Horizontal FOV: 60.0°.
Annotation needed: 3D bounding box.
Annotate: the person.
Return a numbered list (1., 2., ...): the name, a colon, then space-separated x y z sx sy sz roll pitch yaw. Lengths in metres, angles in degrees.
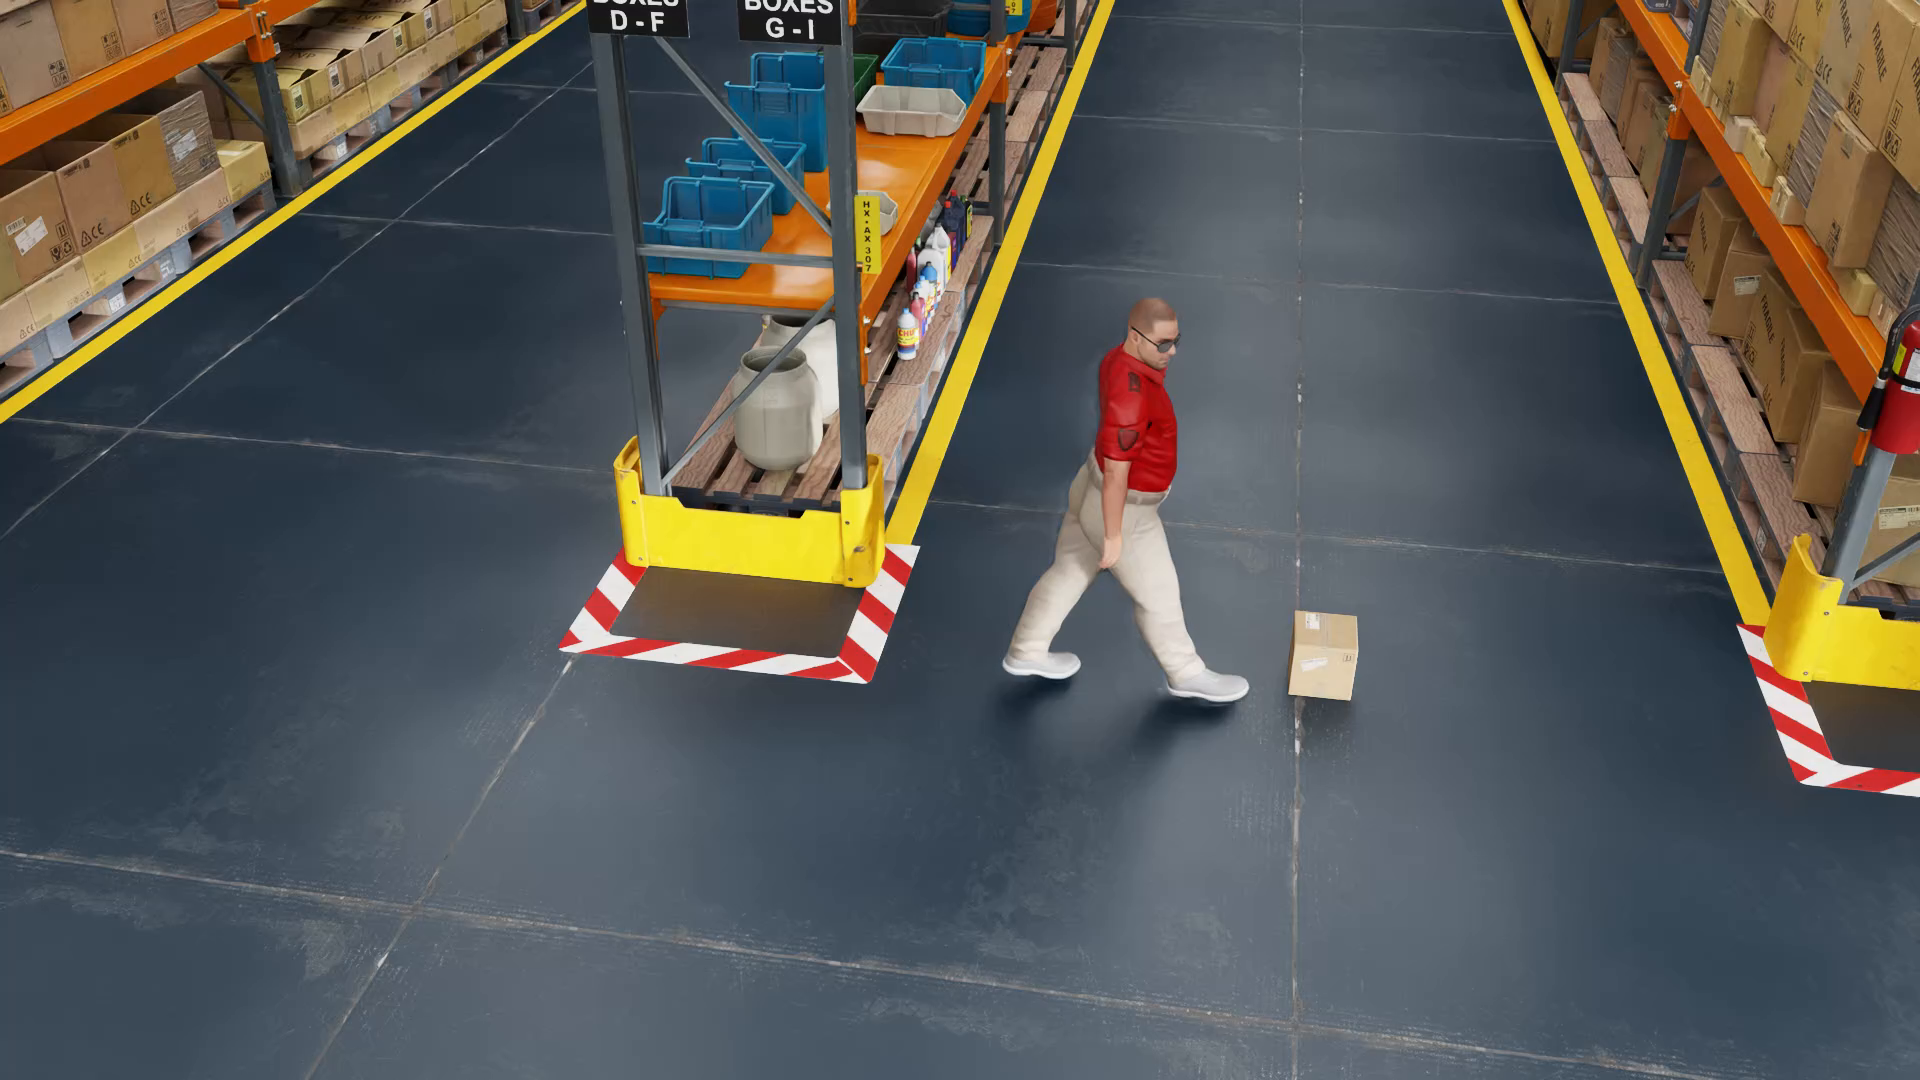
1. person: 0.660 -0.146 6.365 0.967 1.675 0.547 -3 32 -5
